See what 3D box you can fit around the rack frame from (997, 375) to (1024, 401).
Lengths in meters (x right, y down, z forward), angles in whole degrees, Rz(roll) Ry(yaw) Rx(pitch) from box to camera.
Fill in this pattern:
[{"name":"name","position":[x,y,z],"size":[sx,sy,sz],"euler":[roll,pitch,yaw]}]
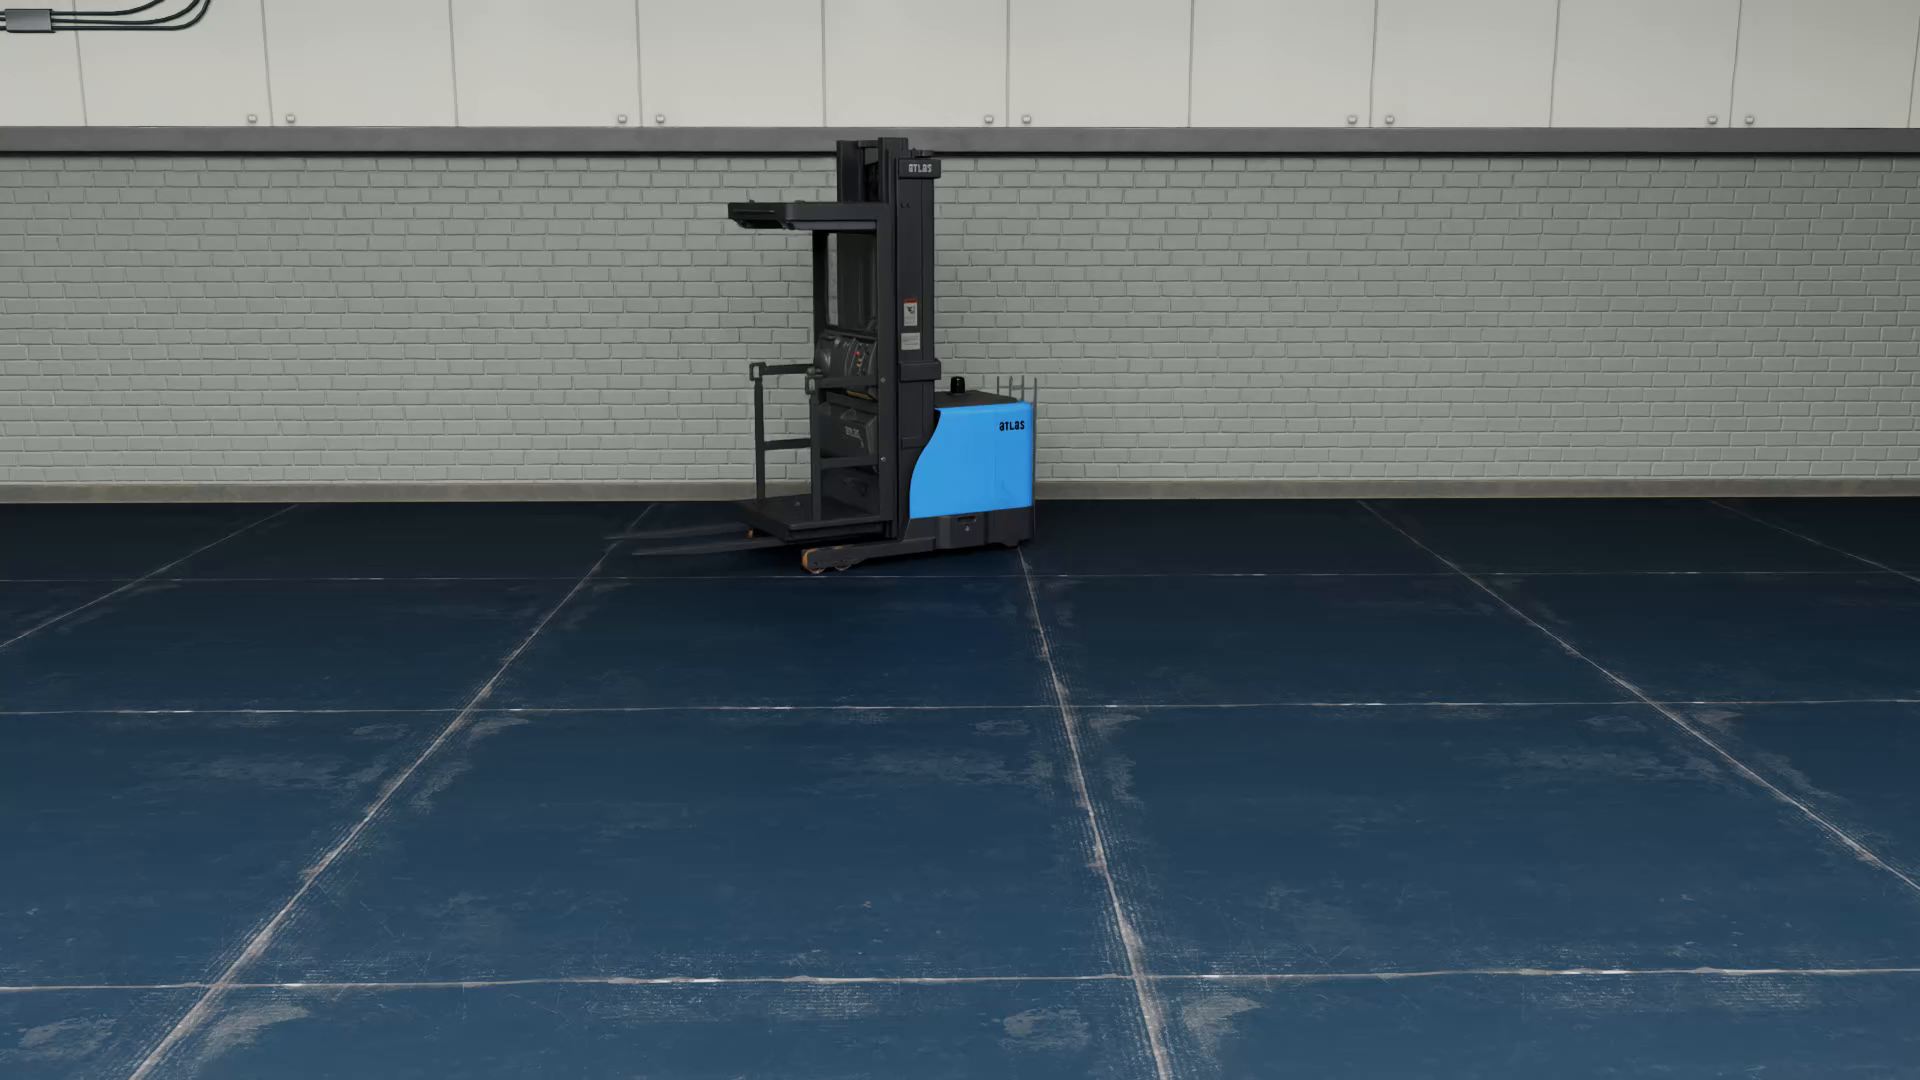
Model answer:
[{"name":"rack frame","position":[0.385,-0.667,12.826],"size":[0.240,1.200,0.006],"euler":[-6,13,-28]}]

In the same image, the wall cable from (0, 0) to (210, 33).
[{"name":"wall cable","position":[-7.104,-6.383,12.837],"size":[2.305,6.003,0.169],"euler":[0,11,-1]}]

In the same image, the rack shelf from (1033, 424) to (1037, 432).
[{"name":"rack shelf","position":[0.430,-0.843,12.709],"size":[0.258,0.103,0.180],"euler":[-6,13,-28]}]

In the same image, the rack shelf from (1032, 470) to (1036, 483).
[{"name":"rack shelf","position":[0.429,-0.490,12.780],"size":[0.258,0.103,0.180],"euler":[-6,13,-28]}]

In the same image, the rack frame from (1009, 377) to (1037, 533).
[{"name":"rack frame","position":[0.474,-0.635,12.669],"size":[0.240,1.200,0.006],"euler":[-6,13,-28]}]

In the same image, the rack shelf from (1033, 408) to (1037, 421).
[{"name":"rack shelf","position":[0.430,-0.960,12.685],"size":[0.258,0.103,0.180],"euler":[-6,13,-28]}]

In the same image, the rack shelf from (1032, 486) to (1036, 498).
[{"name":"rack shelf","position":[0.428,-0.372,12.804],"size":[0.258,0.103,0.180],"euler":[-6,13,-28]}]

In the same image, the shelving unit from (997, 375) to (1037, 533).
[{"name":"shelving unit","position":[0.429,-0.651,12.748],"size":[0.258,1.200,0.189],"euler":[-6,13,-28]}]

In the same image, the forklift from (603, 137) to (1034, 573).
[{"name":"forklift","position":[-0.993,-1.327,11.728],"size":[3.031,2.935,1.130],"euler":[-6,13,-28]}]
